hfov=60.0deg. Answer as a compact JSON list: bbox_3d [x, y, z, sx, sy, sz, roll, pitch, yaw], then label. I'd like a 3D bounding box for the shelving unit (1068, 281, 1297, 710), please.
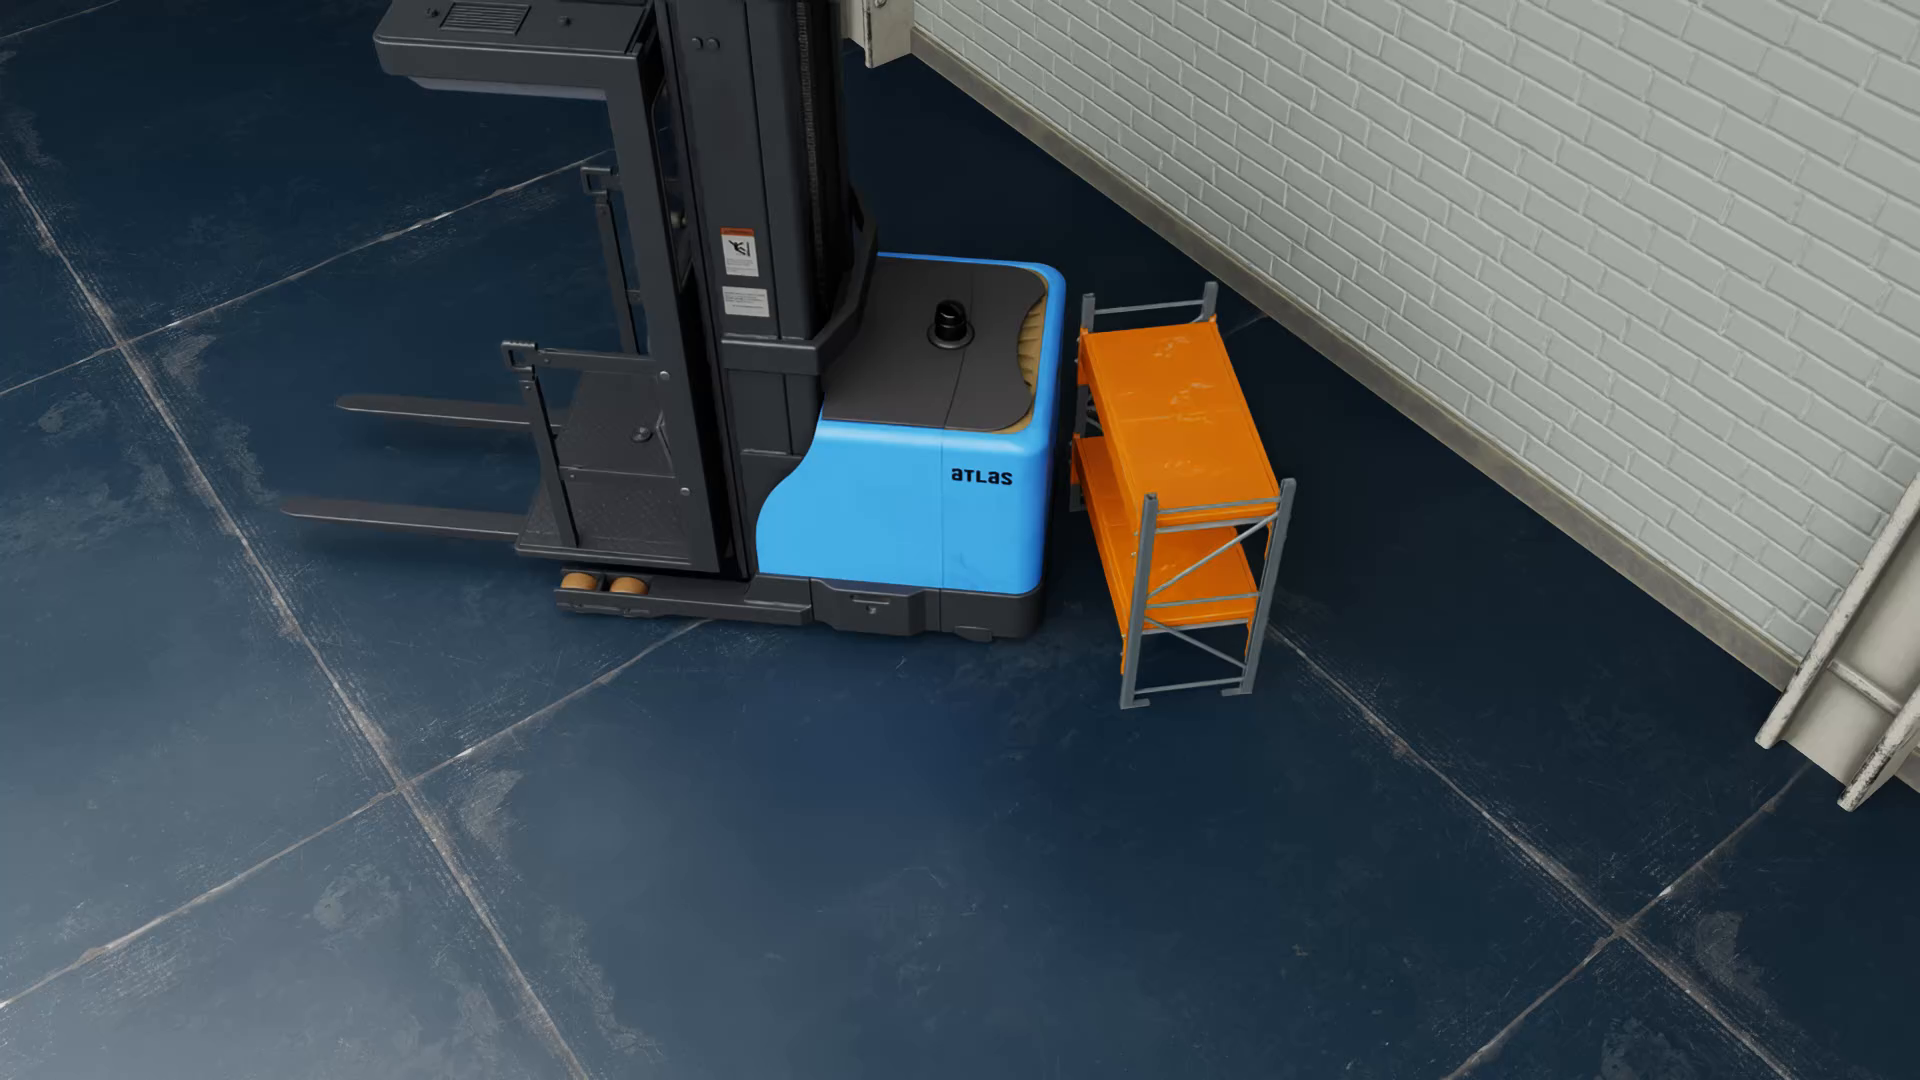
[{"bbox_3d":[0.769,-0.159,6.134,0.538,1.125,1.048,-6,48,-6],"label":"shelving unit"}]

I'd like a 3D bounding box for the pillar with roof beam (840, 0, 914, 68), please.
[{"bbox_3d":[-3.912,-3.851,4.166,9.100,9.000,0.400,-29,54,-24],"label":"pillar with roof beam"}]

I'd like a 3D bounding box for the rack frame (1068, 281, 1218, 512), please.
[{"bbox_3d":[0.694,-0.532,6.472,0.500,1.125,0.032,-6,48,-6],"label":"rack frame"}]

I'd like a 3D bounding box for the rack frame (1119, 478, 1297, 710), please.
[{"bbox_3d":[0.844,0.213,5.796,0.500,1.125,0.032,-6,48,-6],"label":"rack frame"}]

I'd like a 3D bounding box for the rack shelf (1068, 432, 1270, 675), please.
[{"bbox_3d":[0.769,0.005,6.315,0.538,0.278,1.000,-6,48,-6],"label":"rack shelf"}]

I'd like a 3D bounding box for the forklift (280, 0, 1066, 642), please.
[{"bbox_3d":[-1.142,-1.068,5.739,3.031,2.935,1.130,5,48,4],"label":"forklift"}]

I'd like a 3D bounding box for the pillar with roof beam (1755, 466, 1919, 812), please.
[{"bbox_3d":[-0.279,-0.313,0.958,9.100,9.000,0.400,-29,54,-24],"label":"pillar with roof beam"}]

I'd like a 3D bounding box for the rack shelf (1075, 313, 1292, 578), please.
[{"bbox_3d":[0.769,-0.356,5.917,0.538,0.278,1.000,-6,48,-6],"label":"rack shelf"}]
